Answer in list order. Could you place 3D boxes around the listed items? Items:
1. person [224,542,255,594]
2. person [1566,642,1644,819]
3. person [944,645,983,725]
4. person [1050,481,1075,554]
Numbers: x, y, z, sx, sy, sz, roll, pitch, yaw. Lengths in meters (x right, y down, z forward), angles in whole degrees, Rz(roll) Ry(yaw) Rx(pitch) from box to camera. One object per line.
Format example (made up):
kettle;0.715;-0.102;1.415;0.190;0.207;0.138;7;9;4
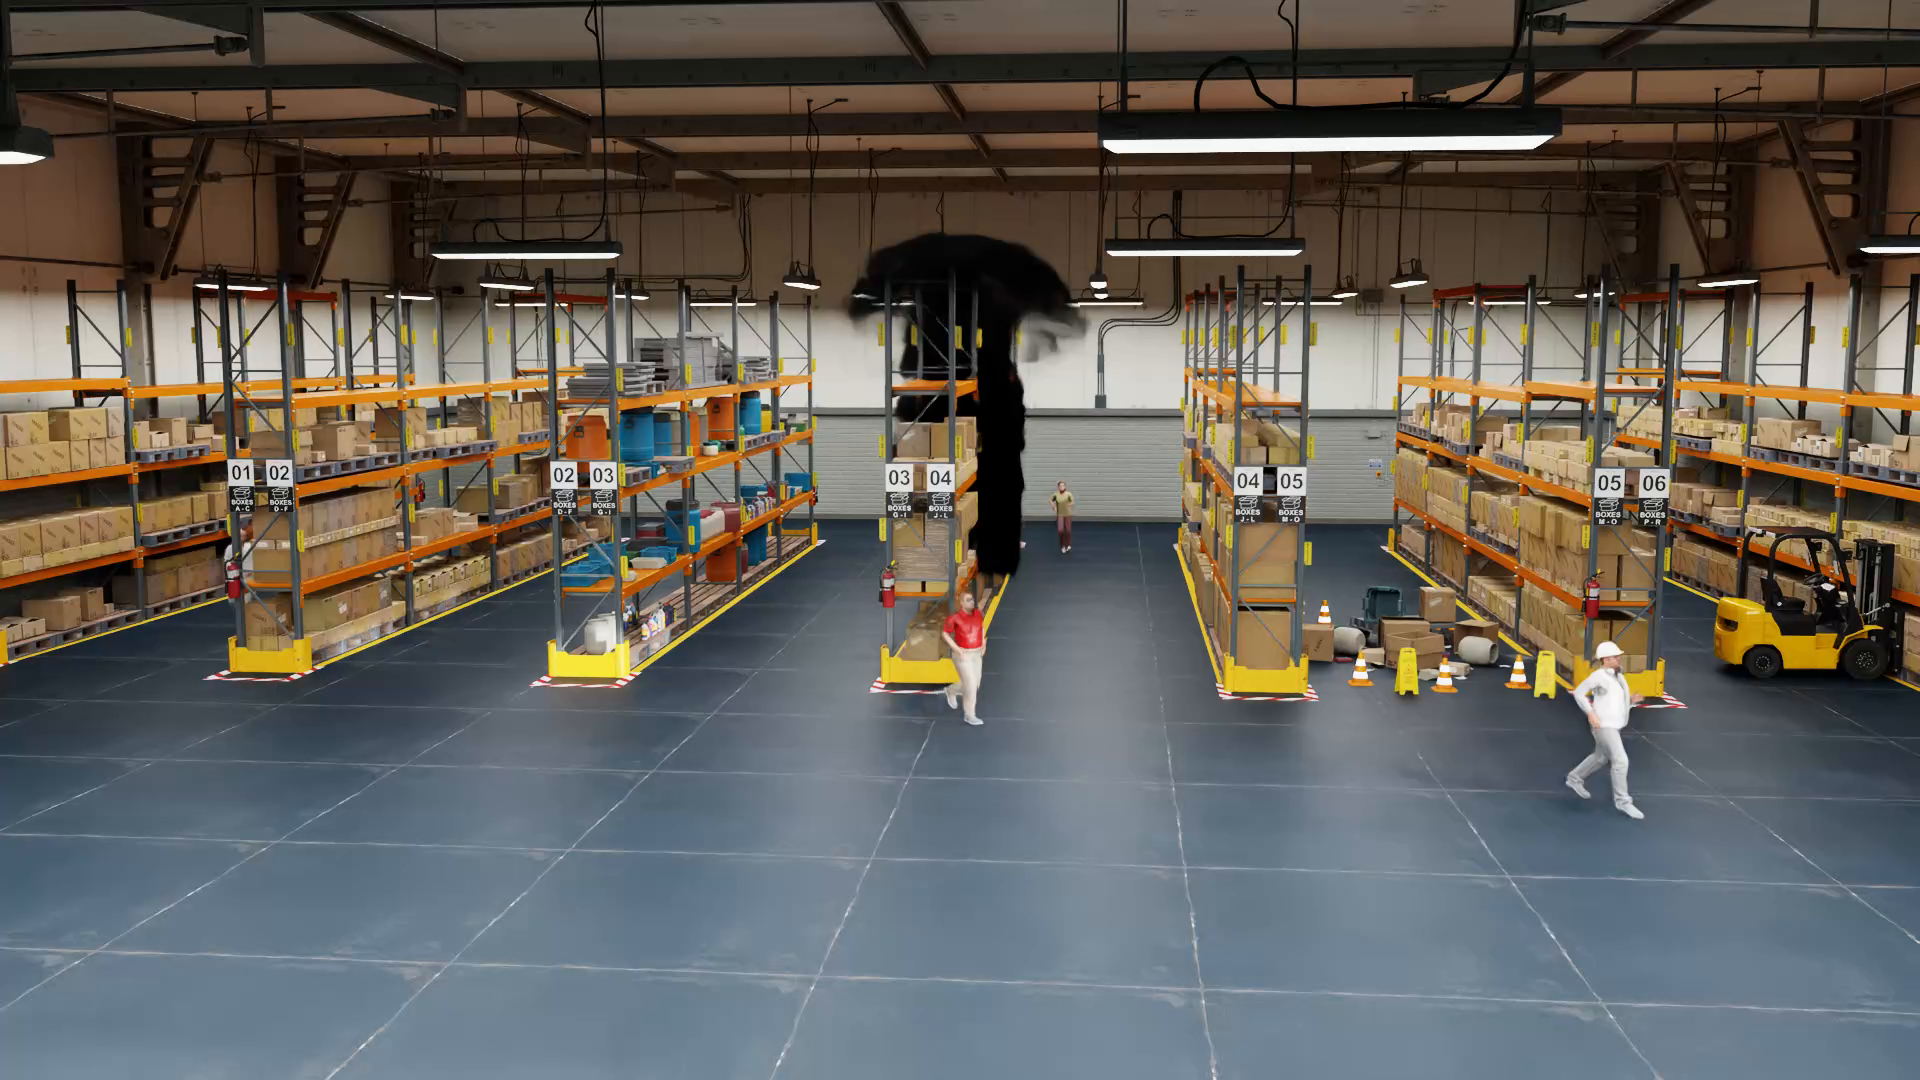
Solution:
person;-12.268;0.796;28.478;0.722;1.525;0.563;0;7;-4
person;6.861;1.972;17.622;0.901;1.797;0.448;6;9;42
person;0.046;1.849;21.815;0.410;1.057;0.780;-6;9;-40
person;2.400;-0.523;38.856;0.584;1.711;0.689;0;7;2
